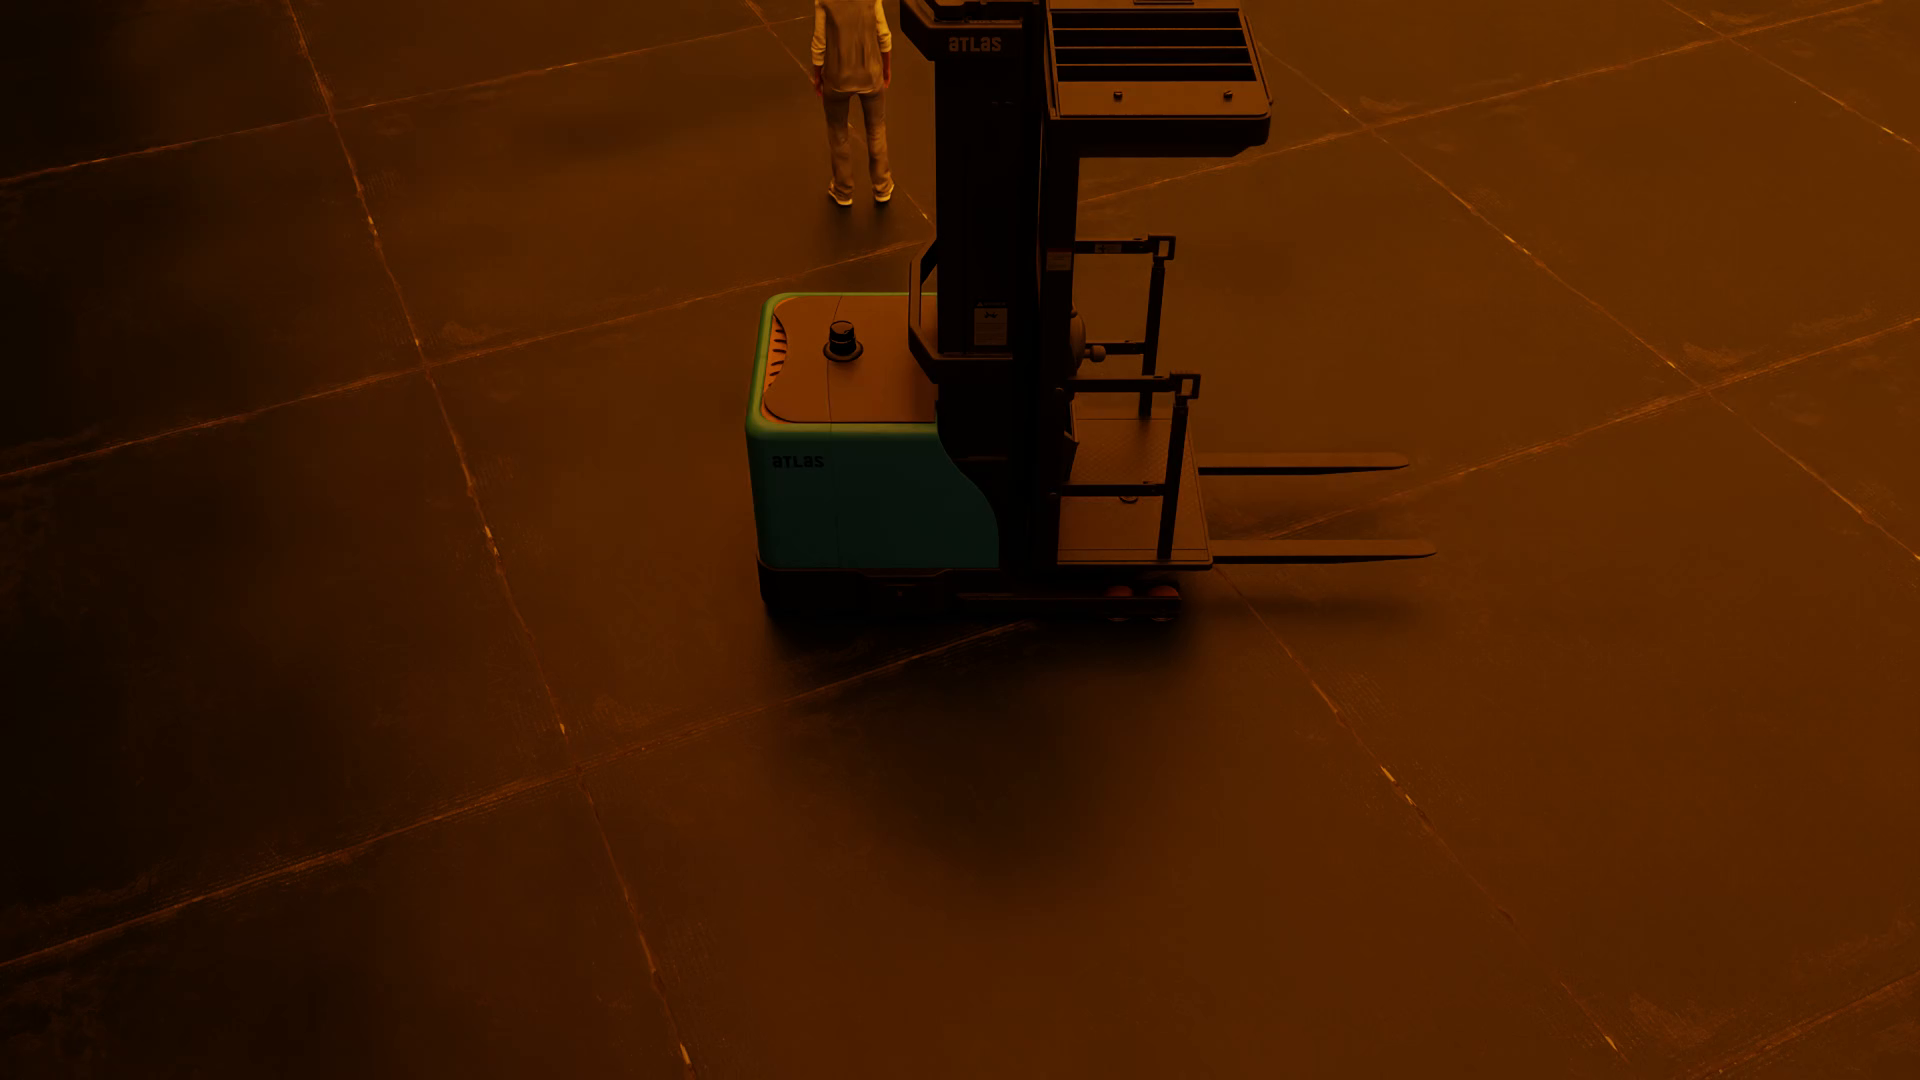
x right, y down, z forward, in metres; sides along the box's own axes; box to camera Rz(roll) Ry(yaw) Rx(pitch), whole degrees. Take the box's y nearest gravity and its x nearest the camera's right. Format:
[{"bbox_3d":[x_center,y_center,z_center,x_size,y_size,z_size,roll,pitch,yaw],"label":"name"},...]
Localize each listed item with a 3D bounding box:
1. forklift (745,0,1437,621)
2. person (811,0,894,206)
[{"bbox_3d":[0.619,-1.073,6.830,3.031,2.935,1.130,0,43,0],"label":"forklift"},{"bbox_3d":[-0.614,-2.647,9.500,0.463,1.590,0.347,-8,44,-9],"label":"person"}]
